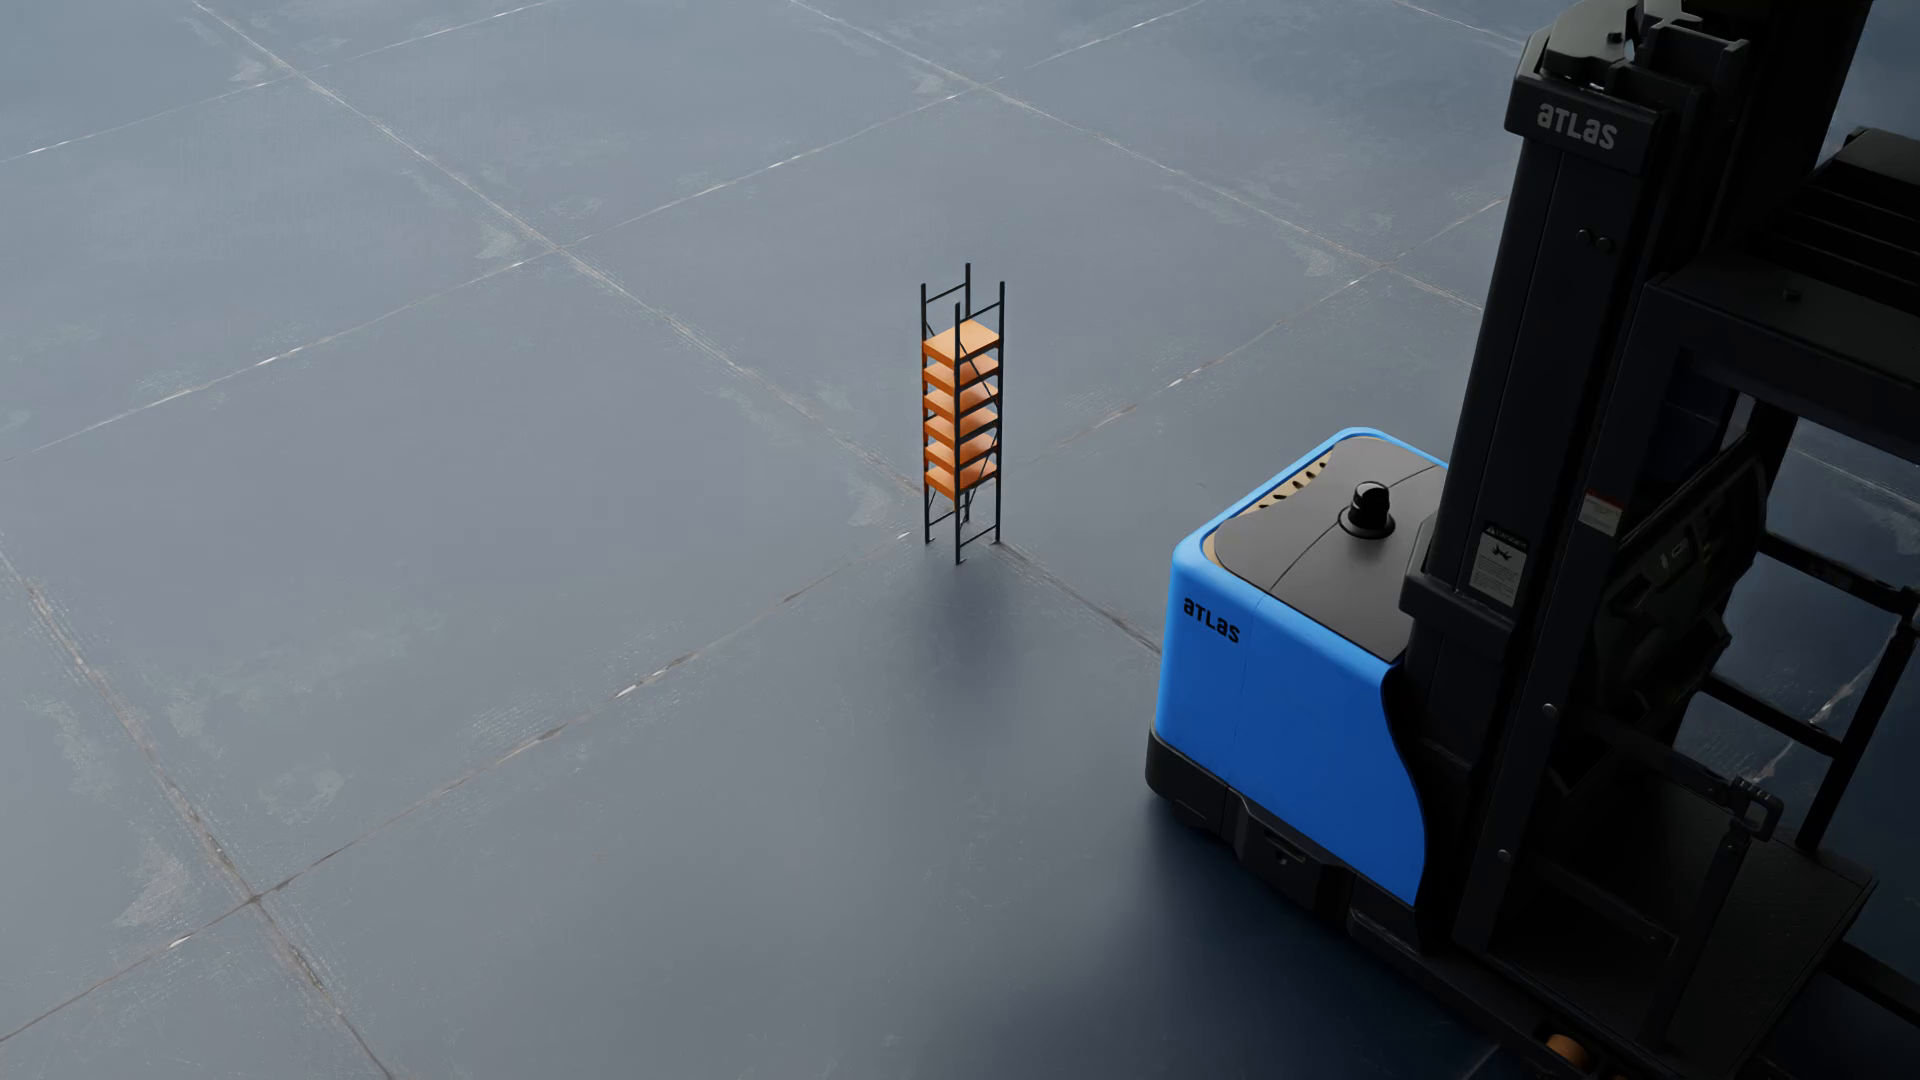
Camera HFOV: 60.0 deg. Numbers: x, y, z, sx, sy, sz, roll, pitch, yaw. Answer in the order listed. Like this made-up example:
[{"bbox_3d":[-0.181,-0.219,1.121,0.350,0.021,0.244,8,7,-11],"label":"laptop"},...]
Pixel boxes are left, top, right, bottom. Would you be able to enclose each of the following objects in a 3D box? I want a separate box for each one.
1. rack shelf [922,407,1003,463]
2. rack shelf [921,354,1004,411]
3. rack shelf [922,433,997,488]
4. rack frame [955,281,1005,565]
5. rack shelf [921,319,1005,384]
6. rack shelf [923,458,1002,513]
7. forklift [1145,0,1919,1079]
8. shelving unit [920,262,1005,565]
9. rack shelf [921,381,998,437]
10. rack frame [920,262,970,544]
[{"bbox_3d":[0.010,-0.426,6.393,0.258,0.103,0.180,-30,48,-32],"label":"rack shelf"},{"bbox_3d":[0.010,-0.612,6.242,0.258,0.103,0.180,-30,48,-32],"label":"rack shelf"},{"bbox_3d":[0.010,-0.332,6.468,0.258,0.103,0.180,-30,48,-32],"label":"rack shelf"},{"bbox_3d":[0.072,-0.418,6.312,0.240,1.200,0.006,-30,48,-32],"label":"rack frame"},{"bbox_3d":[0.010,-0.706,6.166,0.258,0.103,0.180,-30,48,-32],"label":"rack shelf"},{"bbox_3d":[0.010,-0.239,6.543,0.258,0.103,0.180,-30,48,-32],"label":"rack shelf"},{"bbox_3d":[2.021,0.164,4.214,1.130,2.935,3.031,-32,49,-33],"label":"forklift"},{"bbox_3d":[0.010,-0.460,6.365,0.258,1.200,0.189,-30,48,-32],"label":"shelving unit"},{"bbox_3d":[0.010,-0.519,6.317,0.258,0.103,0.180,-30,48,-32],"label":"rack shelf"},{"bbox_3d":[-0.052,-0.502,6.417,0.240,1.200,0.006,-30,48,-32],"label":"rack frame"}]
